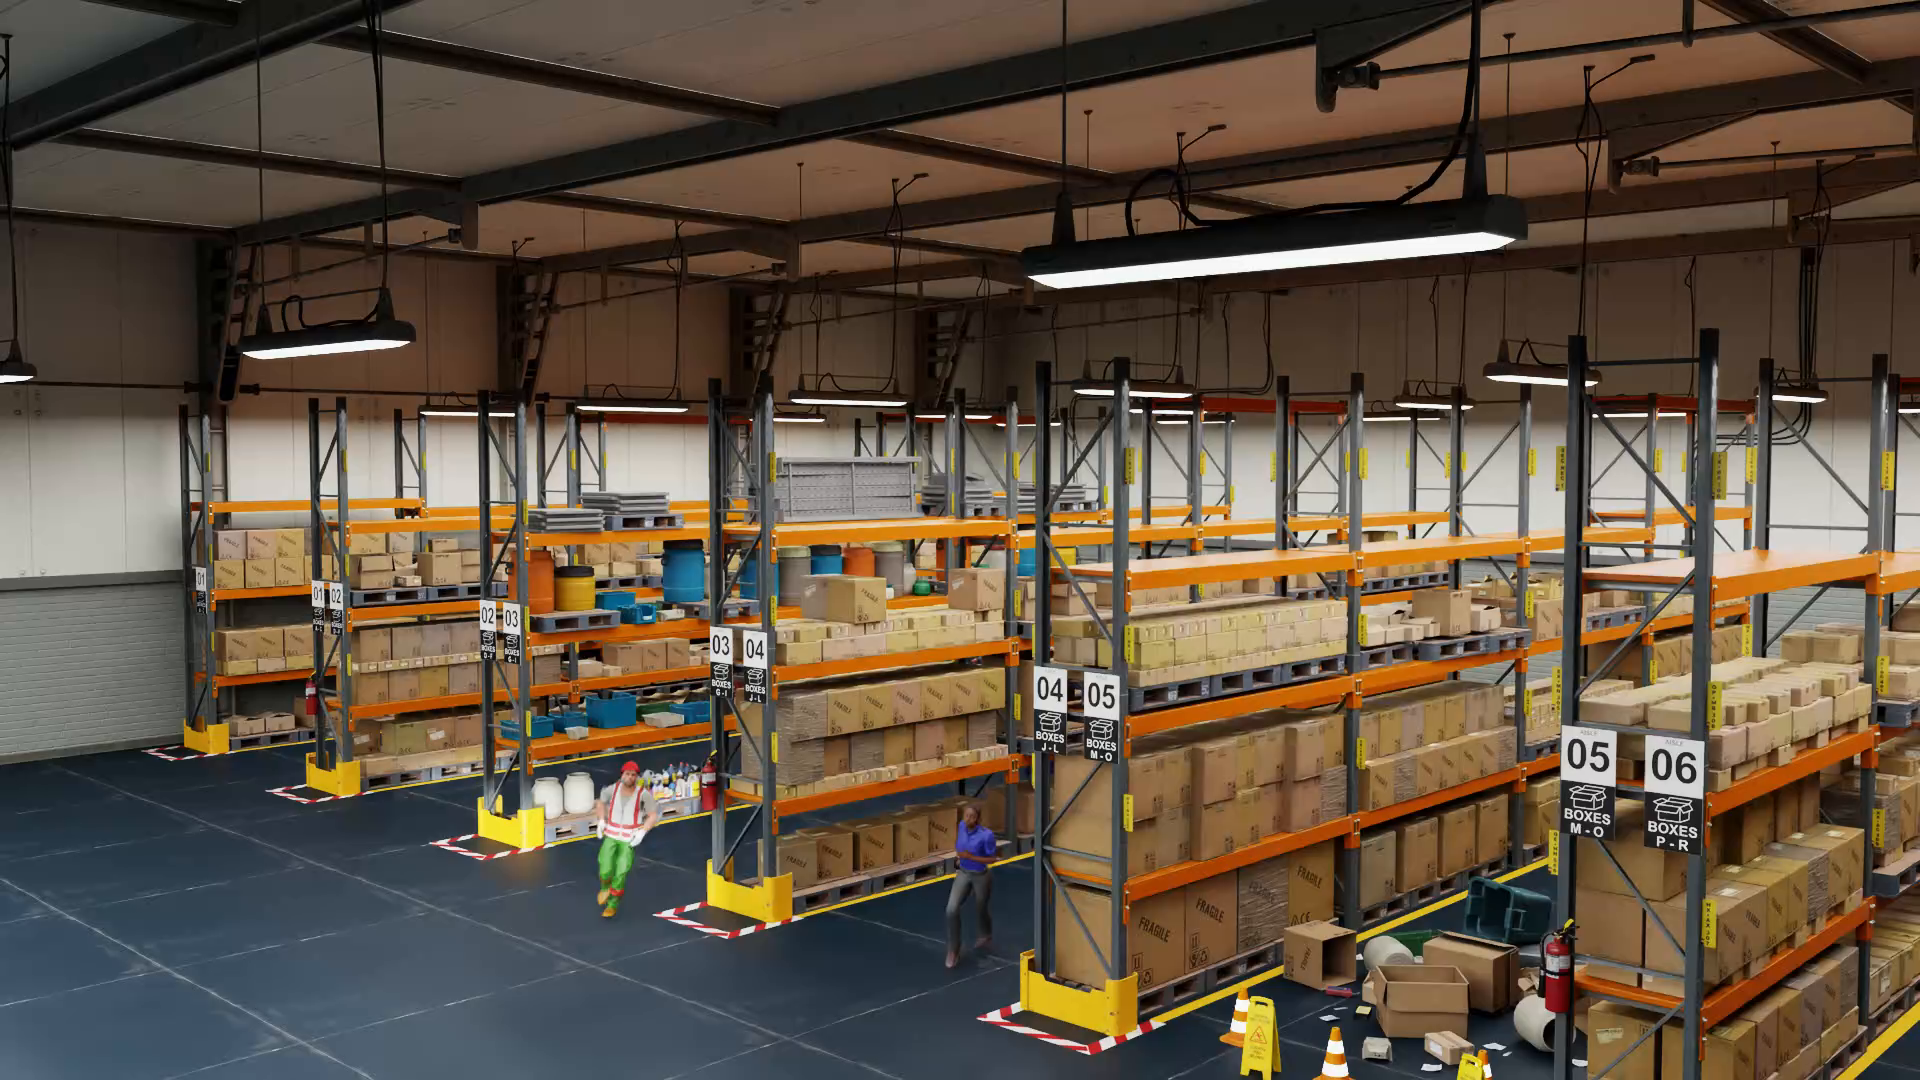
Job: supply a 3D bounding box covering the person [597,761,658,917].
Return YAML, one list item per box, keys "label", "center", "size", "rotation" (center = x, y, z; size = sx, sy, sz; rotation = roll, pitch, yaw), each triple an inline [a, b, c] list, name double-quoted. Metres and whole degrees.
- label: "person"
  center: [-3.738, 3.325, 18.578]
  size: [0.718, 1.737, 0.578]
  rotation: [0, 3, -2]

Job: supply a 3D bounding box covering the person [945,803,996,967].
- label: "person"
  center: [0.170, 3.484, 16.896]
  size: [0.570, 1.698, 0.807]
  rotation: [1, 3, 26]

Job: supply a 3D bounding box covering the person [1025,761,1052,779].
- label: "person"
  center: [1.094, 3.137, 24.637]
  size: [0.633, 1.476, 0.794]
  rotation: [1, 3, 25]
